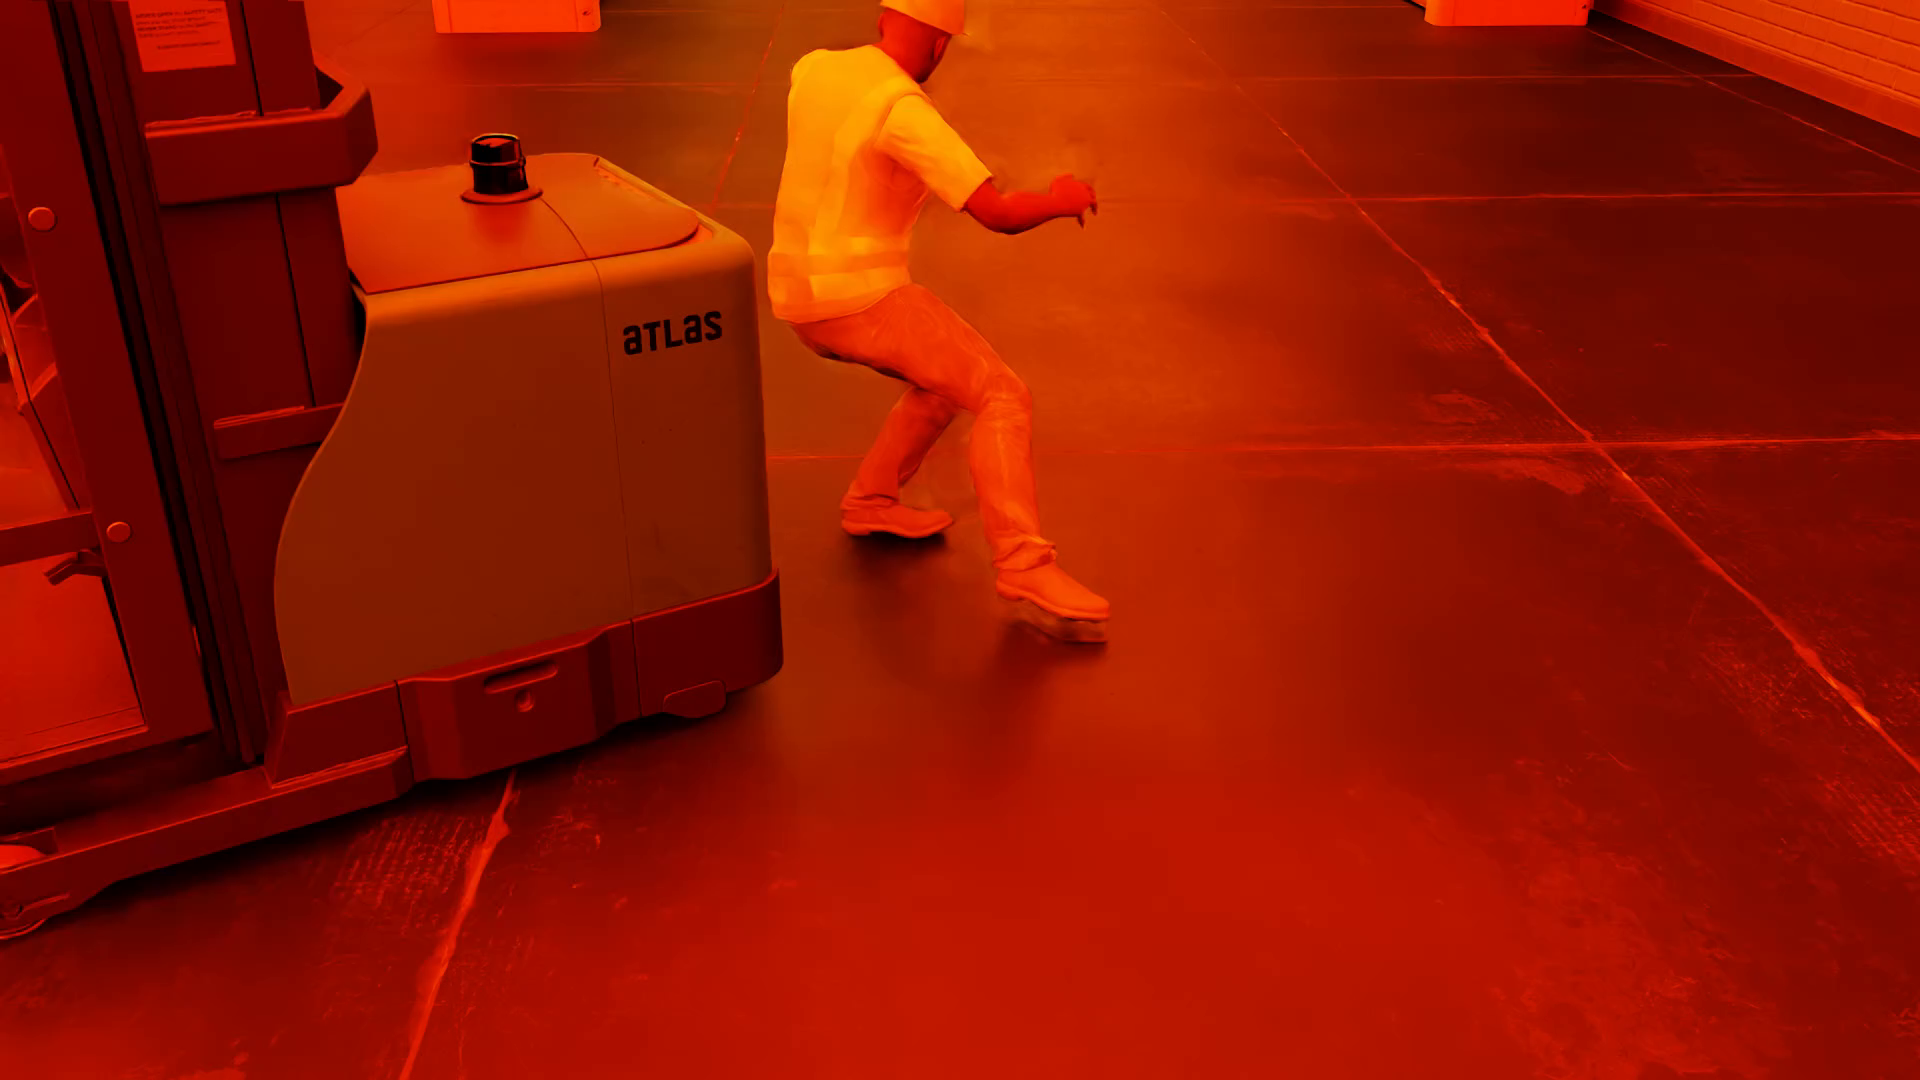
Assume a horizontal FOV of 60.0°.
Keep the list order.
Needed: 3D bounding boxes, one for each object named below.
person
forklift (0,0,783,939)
[{"bbox_3d":[-0.088,-0.719,4.342,0.796,1.489,1.576,-16,30,-29],"label":"person"},{"bbox_3d":[-1.934,-0.806,2.872,3.031,2.935,1.130,-15,30,-28],"label":"forklift"}]
